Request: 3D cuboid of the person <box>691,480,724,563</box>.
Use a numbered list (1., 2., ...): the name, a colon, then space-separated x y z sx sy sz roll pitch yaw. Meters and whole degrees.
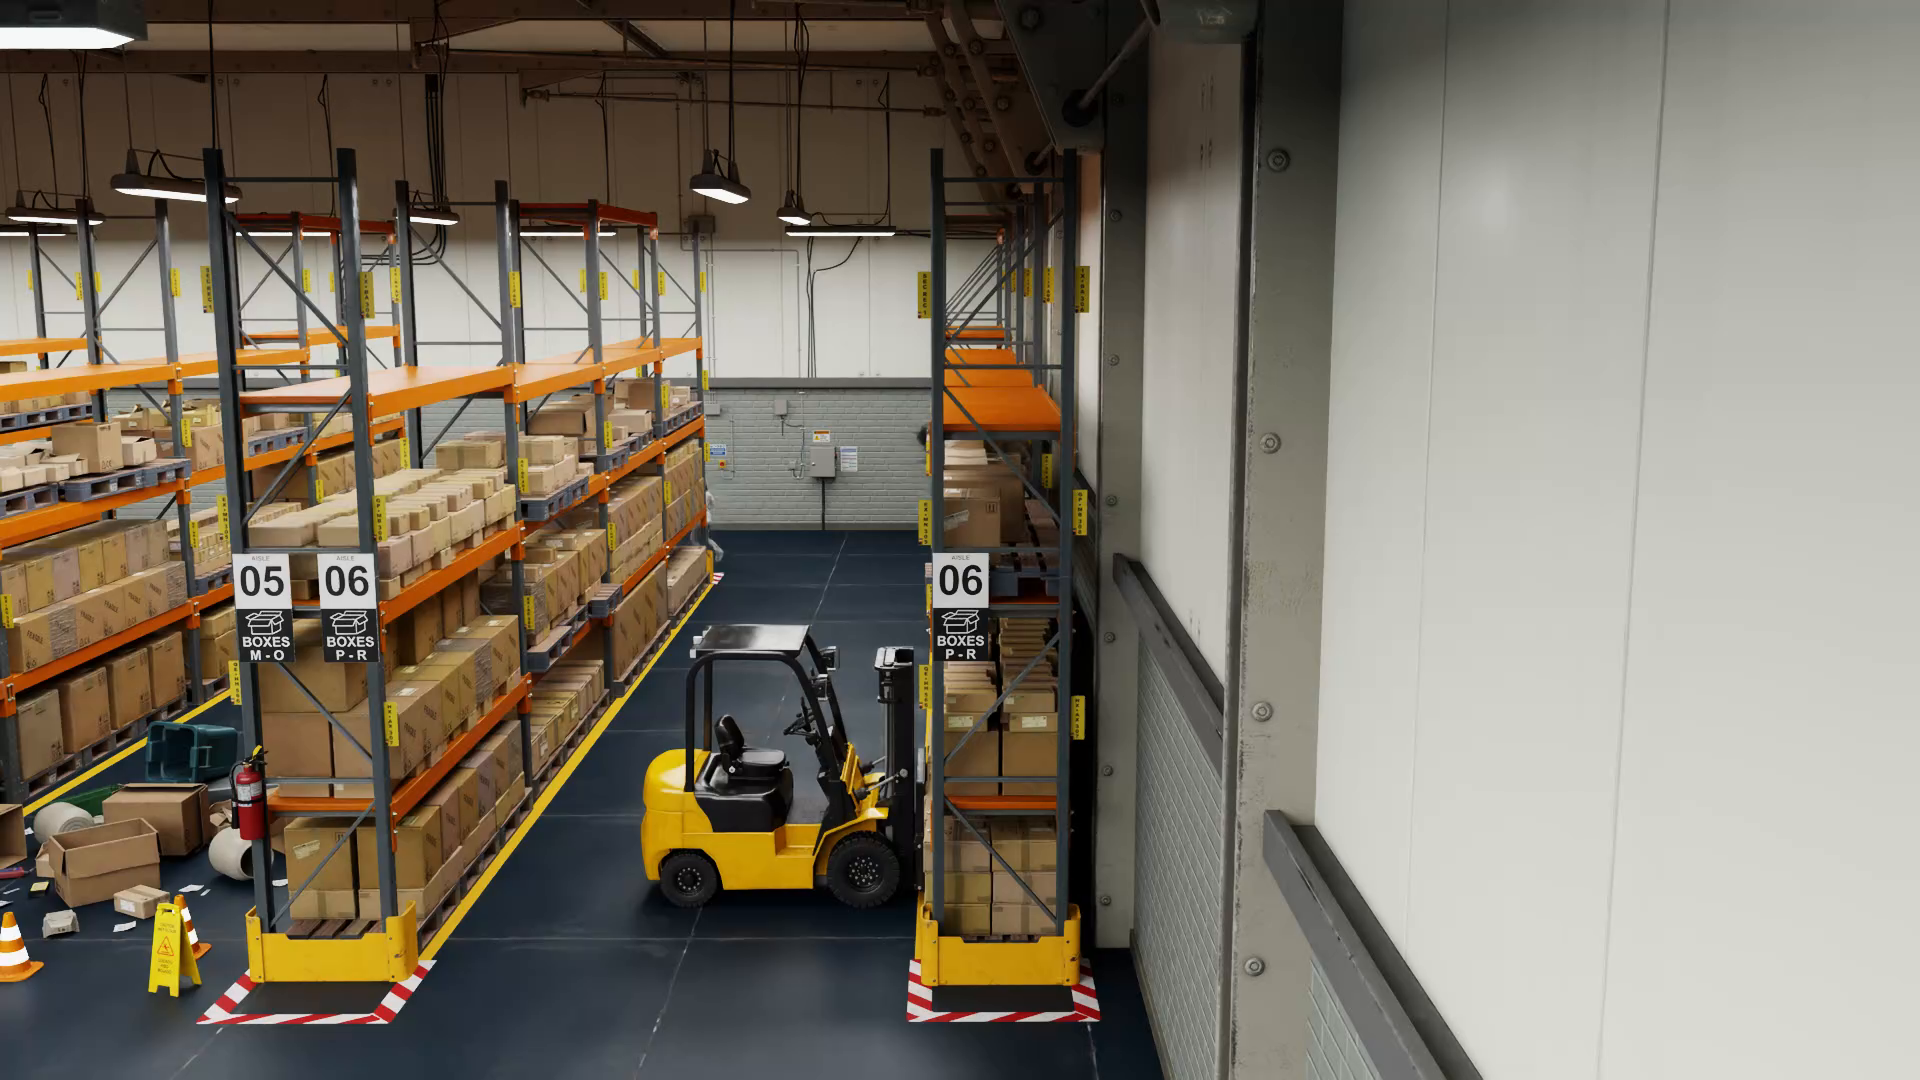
1. person: -4.616 -0.325 29.316 0.737 1.613 0.680 7 11 37
